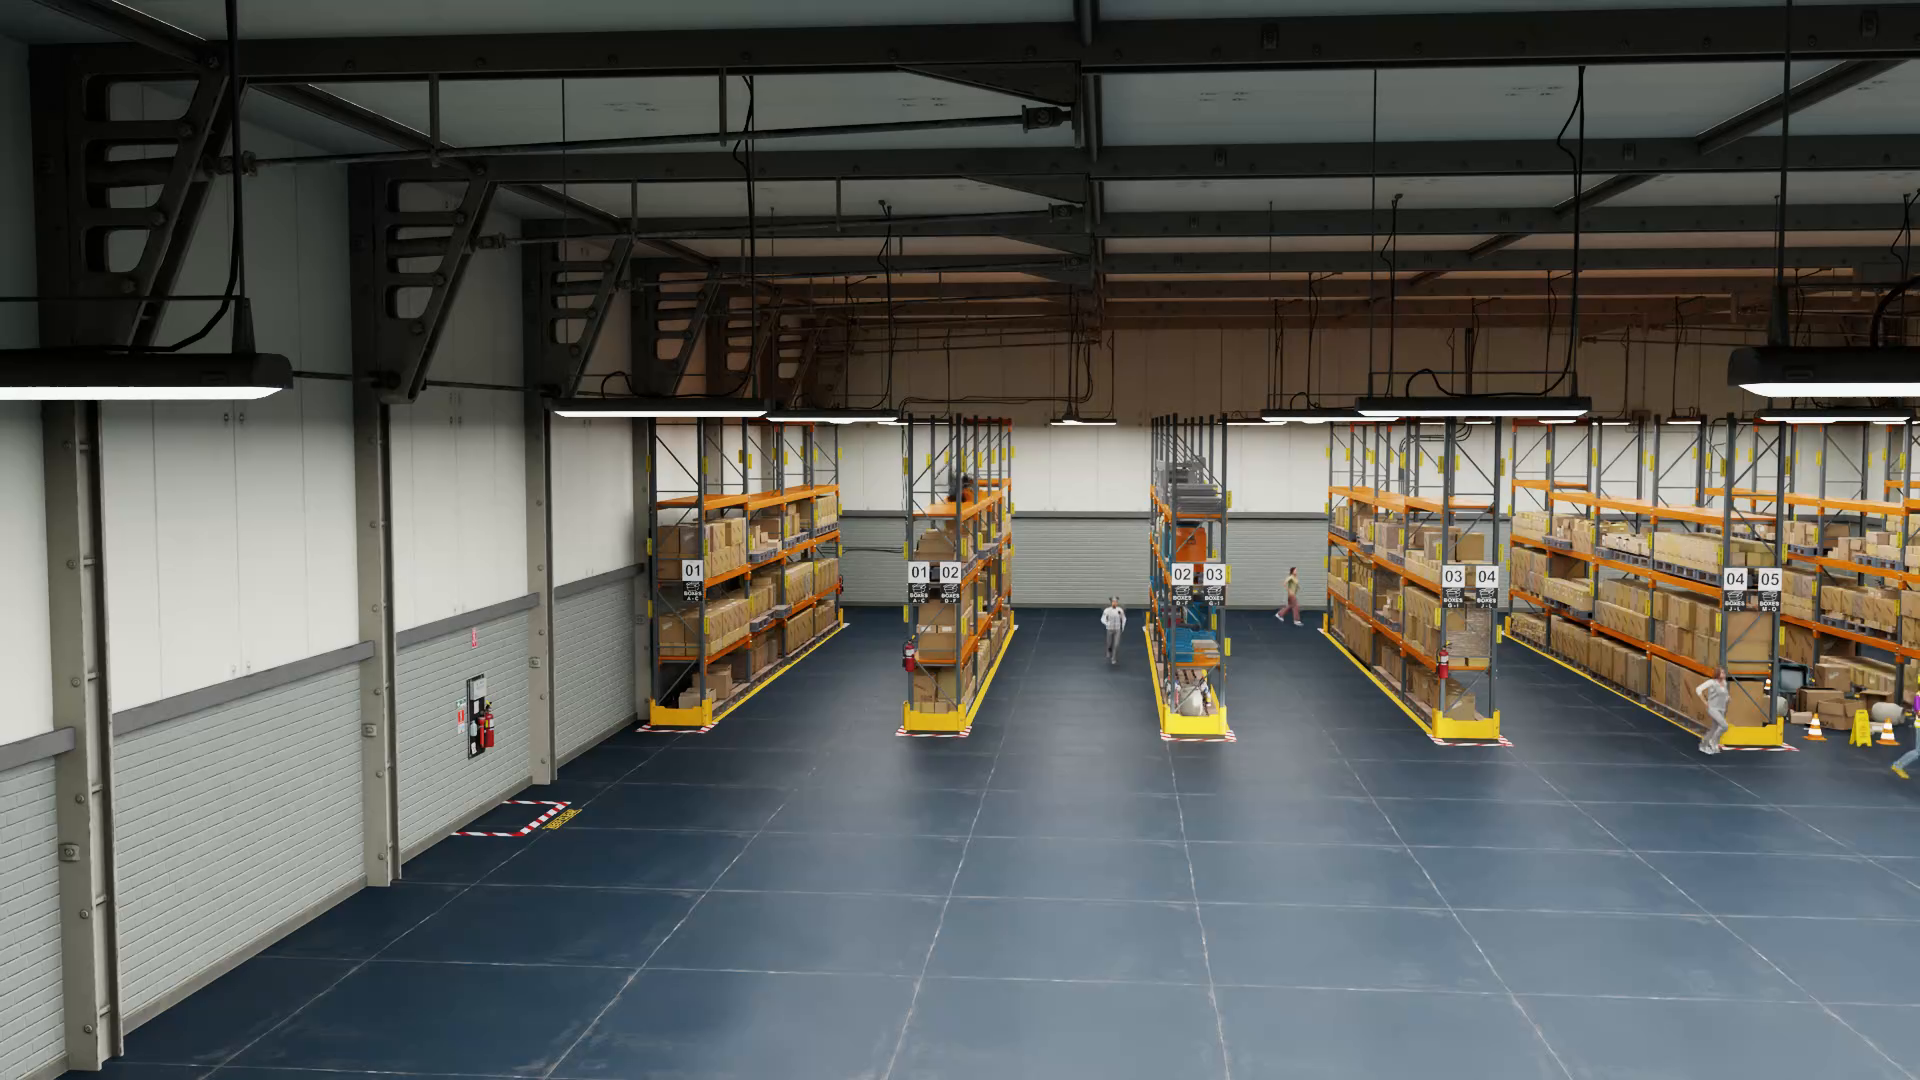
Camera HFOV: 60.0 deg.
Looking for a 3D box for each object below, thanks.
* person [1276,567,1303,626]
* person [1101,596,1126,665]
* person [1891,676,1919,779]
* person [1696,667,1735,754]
[{"bbox_3d":[9.625,1.622,48.481,0.853,1.691,0.574,2,4,26],"label":"person"},{"bbox_3d":[3.744,2.176,40.403,0.616,1.657,0.620,0,4,0],"label":"person"},{"bbox_3d":[15.565,3.021,26.679,0.709,1.738,1.036,-3,5,-39],"label":"person"},{"bbox_3d":[13.253,2.987,29.152,0.561,1.554,0.633,-2,4,-27],"label":"person"}]
